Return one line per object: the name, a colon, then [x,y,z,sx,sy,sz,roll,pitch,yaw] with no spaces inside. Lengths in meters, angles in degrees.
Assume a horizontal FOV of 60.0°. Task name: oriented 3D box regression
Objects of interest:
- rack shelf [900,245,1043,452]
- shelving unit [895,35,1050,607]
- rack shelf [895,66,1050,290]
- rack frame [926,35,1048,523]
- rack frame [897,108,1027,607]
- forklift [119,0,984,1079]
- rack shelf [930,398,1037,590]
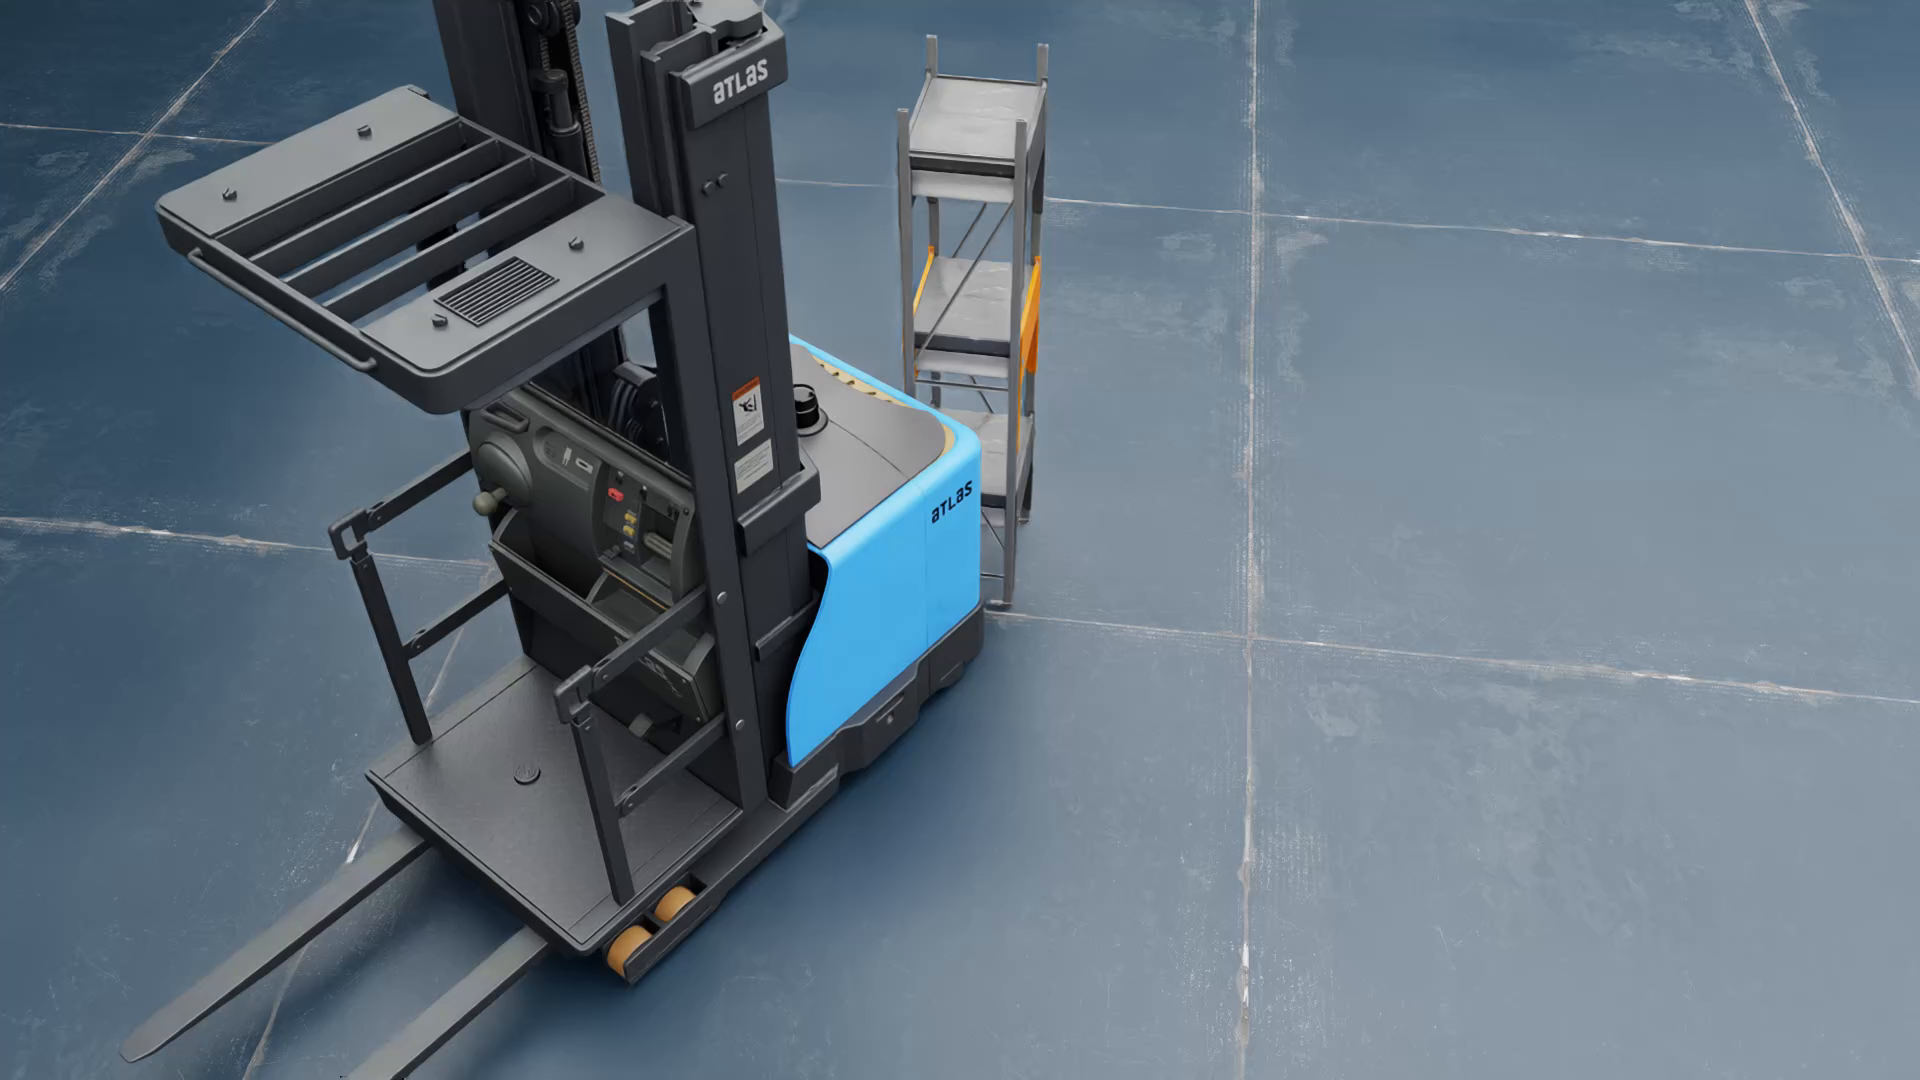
rack shelf: [0.047,-0.687,5.968,0.431,0.518,0.480,7,44,7]
shelving unit: [0.047,-0.697,5.959,0.431,2.100,0.503,7,44,7]
rack shelf: [0.047,-1.195,5.487,0.431,0.518,0.480,7,44,7]
rack frame: [0.088,-0.862,6.133,0.400,2.100,0.015,7,44,7]
rack frame: [0.006,-0.531,5.784,0.400,2.100,0.015,7,44,7]
forklift: [-1.237,-0.068,4.690,1.130,2.935,3.031,30,51,27]
rack shelf: [0.047,-0.178,6.449,0.431,0.518,0.480,7,44,7]
